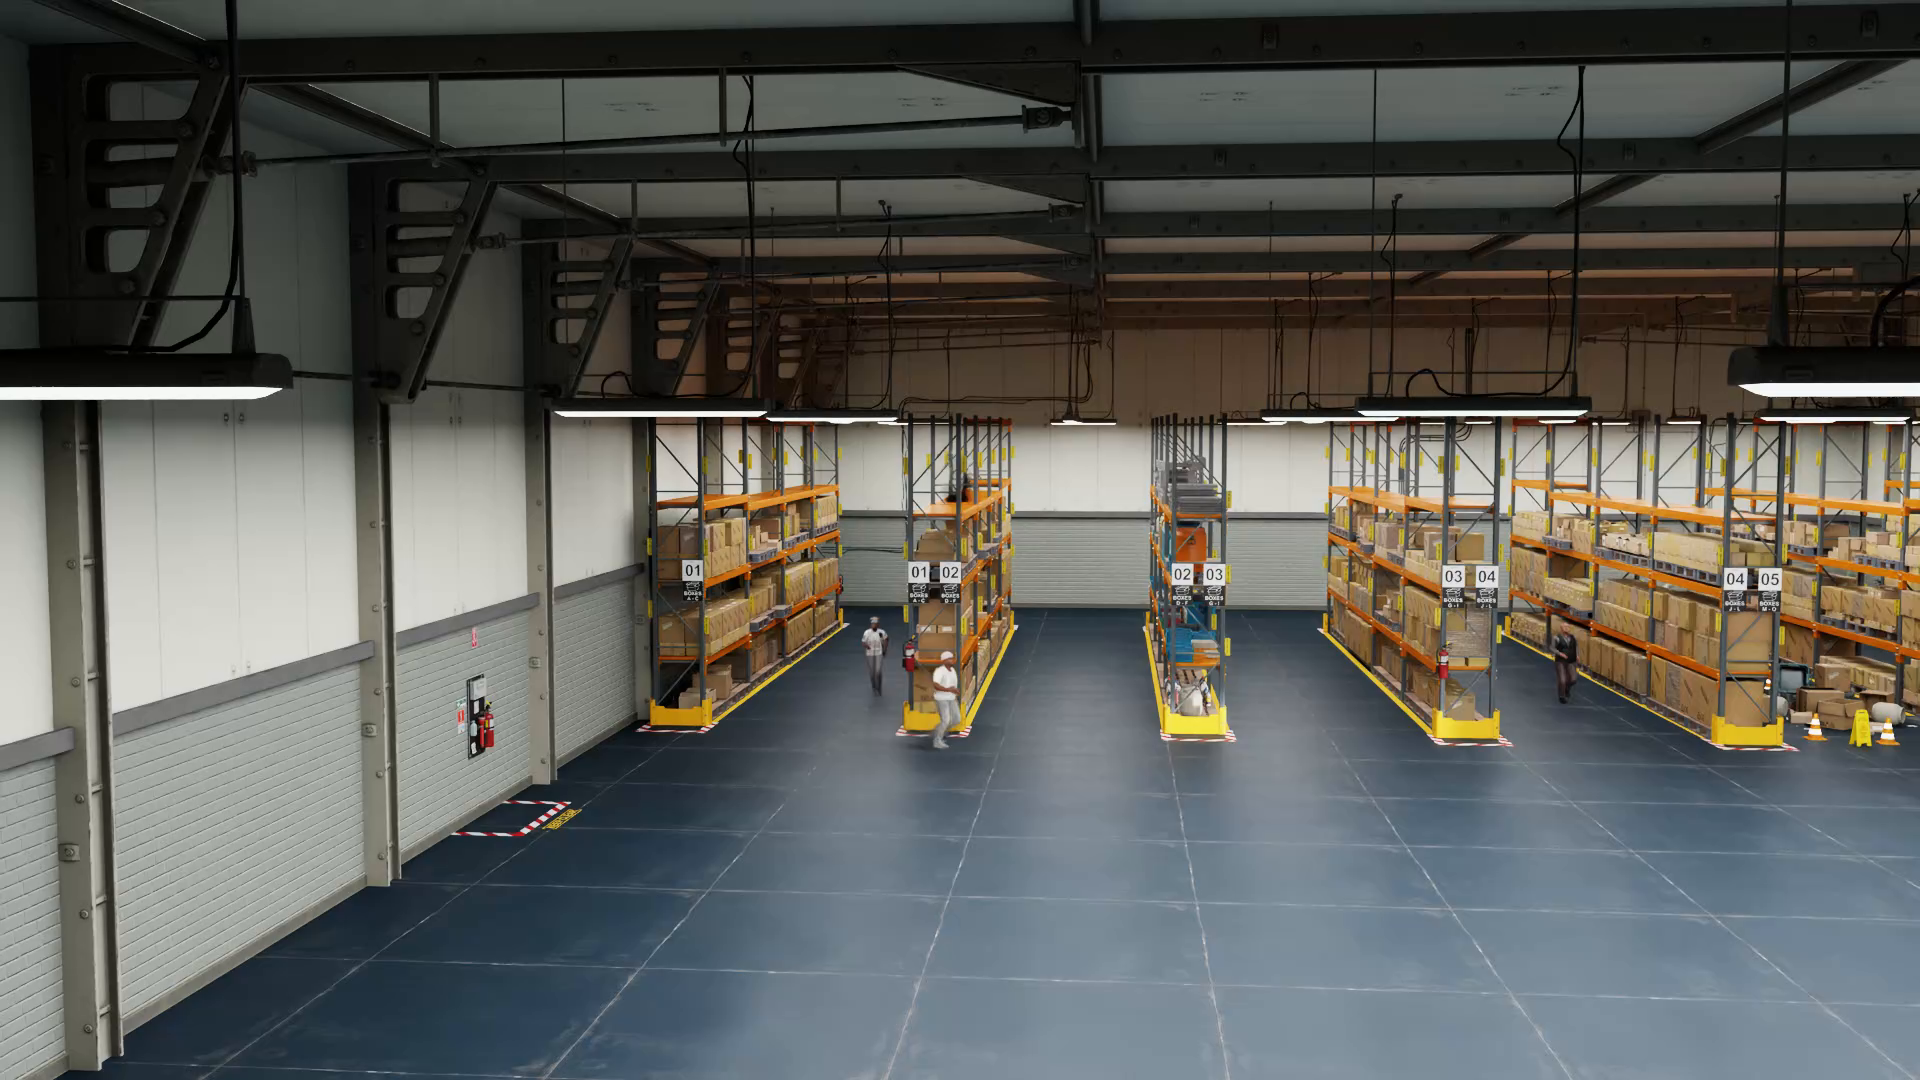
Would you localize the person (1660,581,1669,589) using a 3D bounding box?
[{"bbox_3d":[19.999,1.786,47.133,0.800,1.579,0.574,1,4,17],"label":"person"}]

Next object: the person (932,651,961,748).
[{"bbox_3d":[-0.199,2.855,29.814,0.582,1.724,0.758,3,5,36],"label":"person"}]

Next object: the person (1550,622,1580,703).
[{"bbox_3d":[12.590,2.558,34.560,0.616,1.680,0.533,0,4,0],"label":"person"}]

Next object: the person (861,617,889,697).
[{"bbox_3d":[-1.825,2.504,35.557,0.566,1.746,0.727,0,4,2],"label":"person"}]
